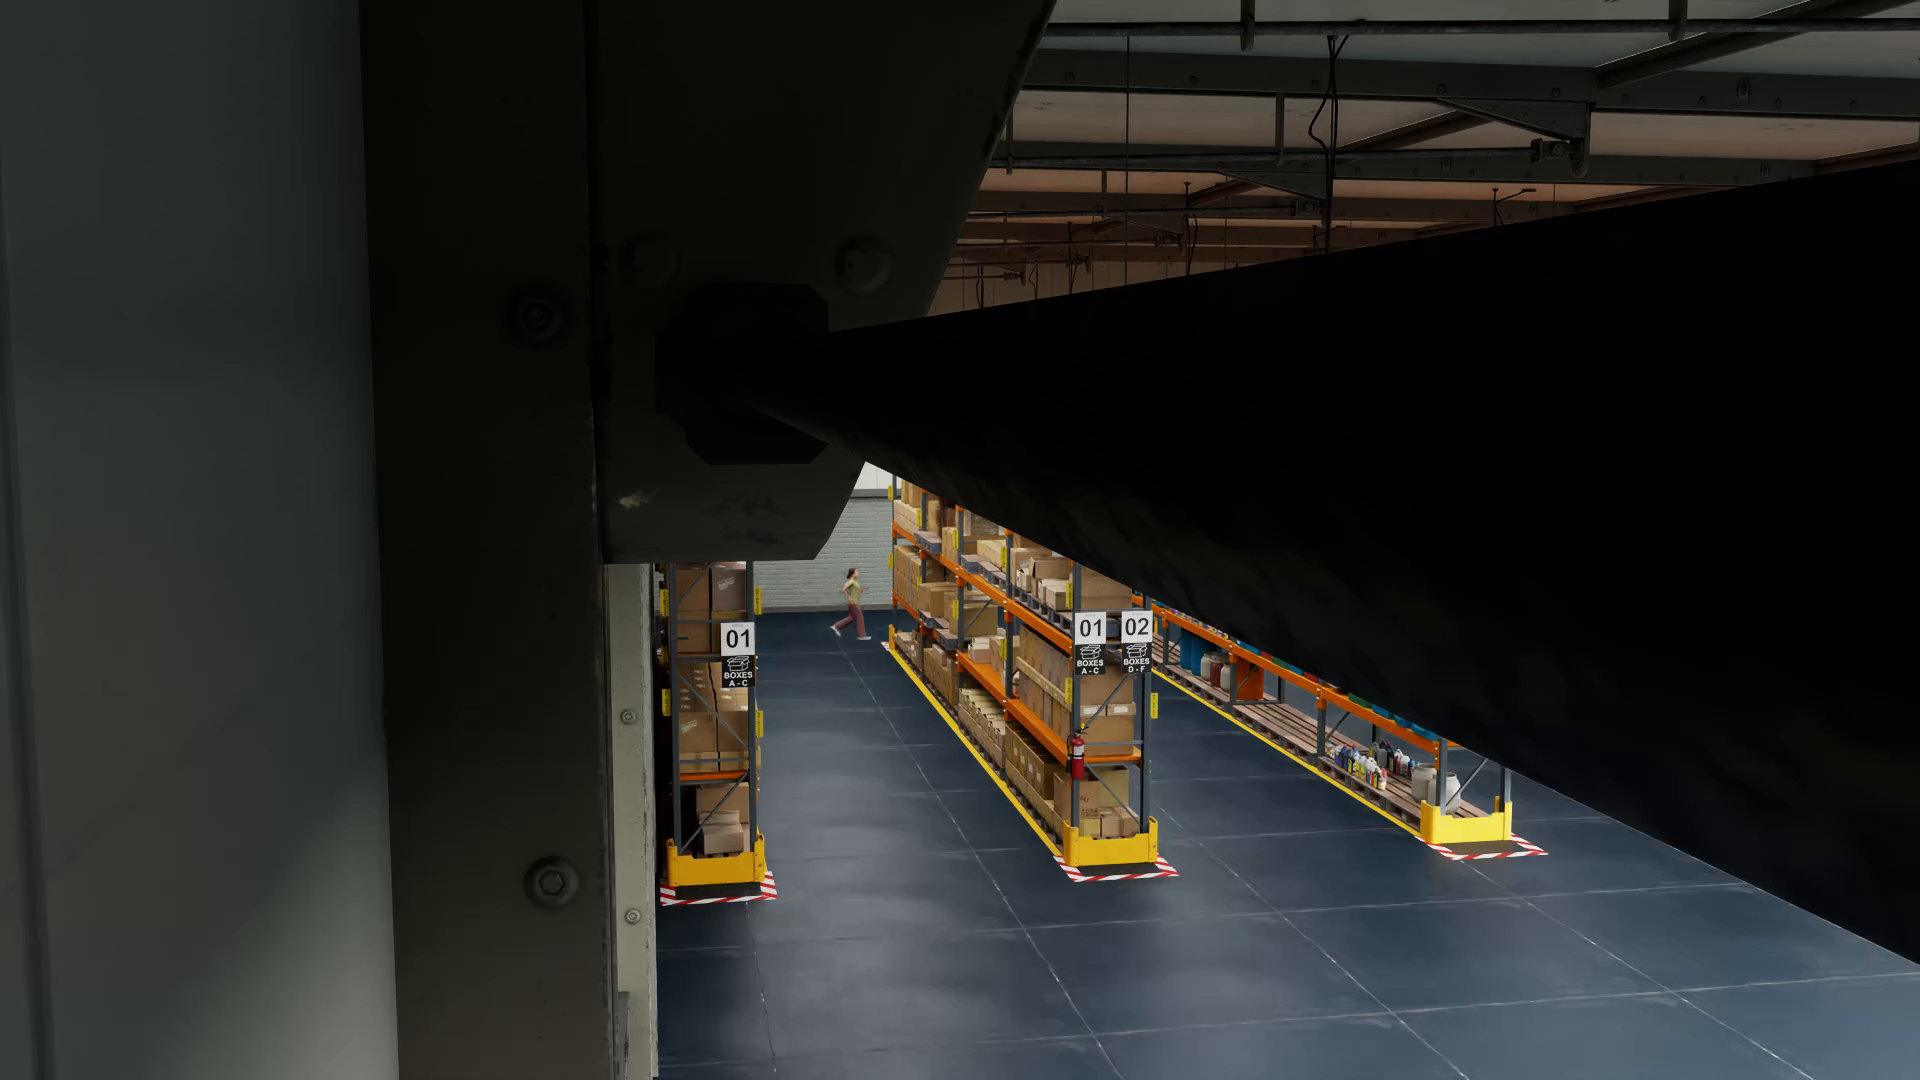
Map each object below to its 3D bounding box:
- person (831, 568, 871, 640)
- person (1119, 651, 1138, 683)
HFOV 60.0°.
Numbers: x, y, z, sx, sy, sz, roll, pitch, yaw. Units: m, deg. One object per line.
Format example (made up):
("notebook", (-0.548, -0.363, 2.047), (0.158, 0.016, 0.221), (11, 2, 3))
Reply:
("person", (-2.452, 1.437, 37.490), (0.907, 1.649, 0.564), (-1, 6, -5))
("person", (2.734, 2.534, 28.606), (0.605, 1.413, 0.962), (0, 6, -2))
